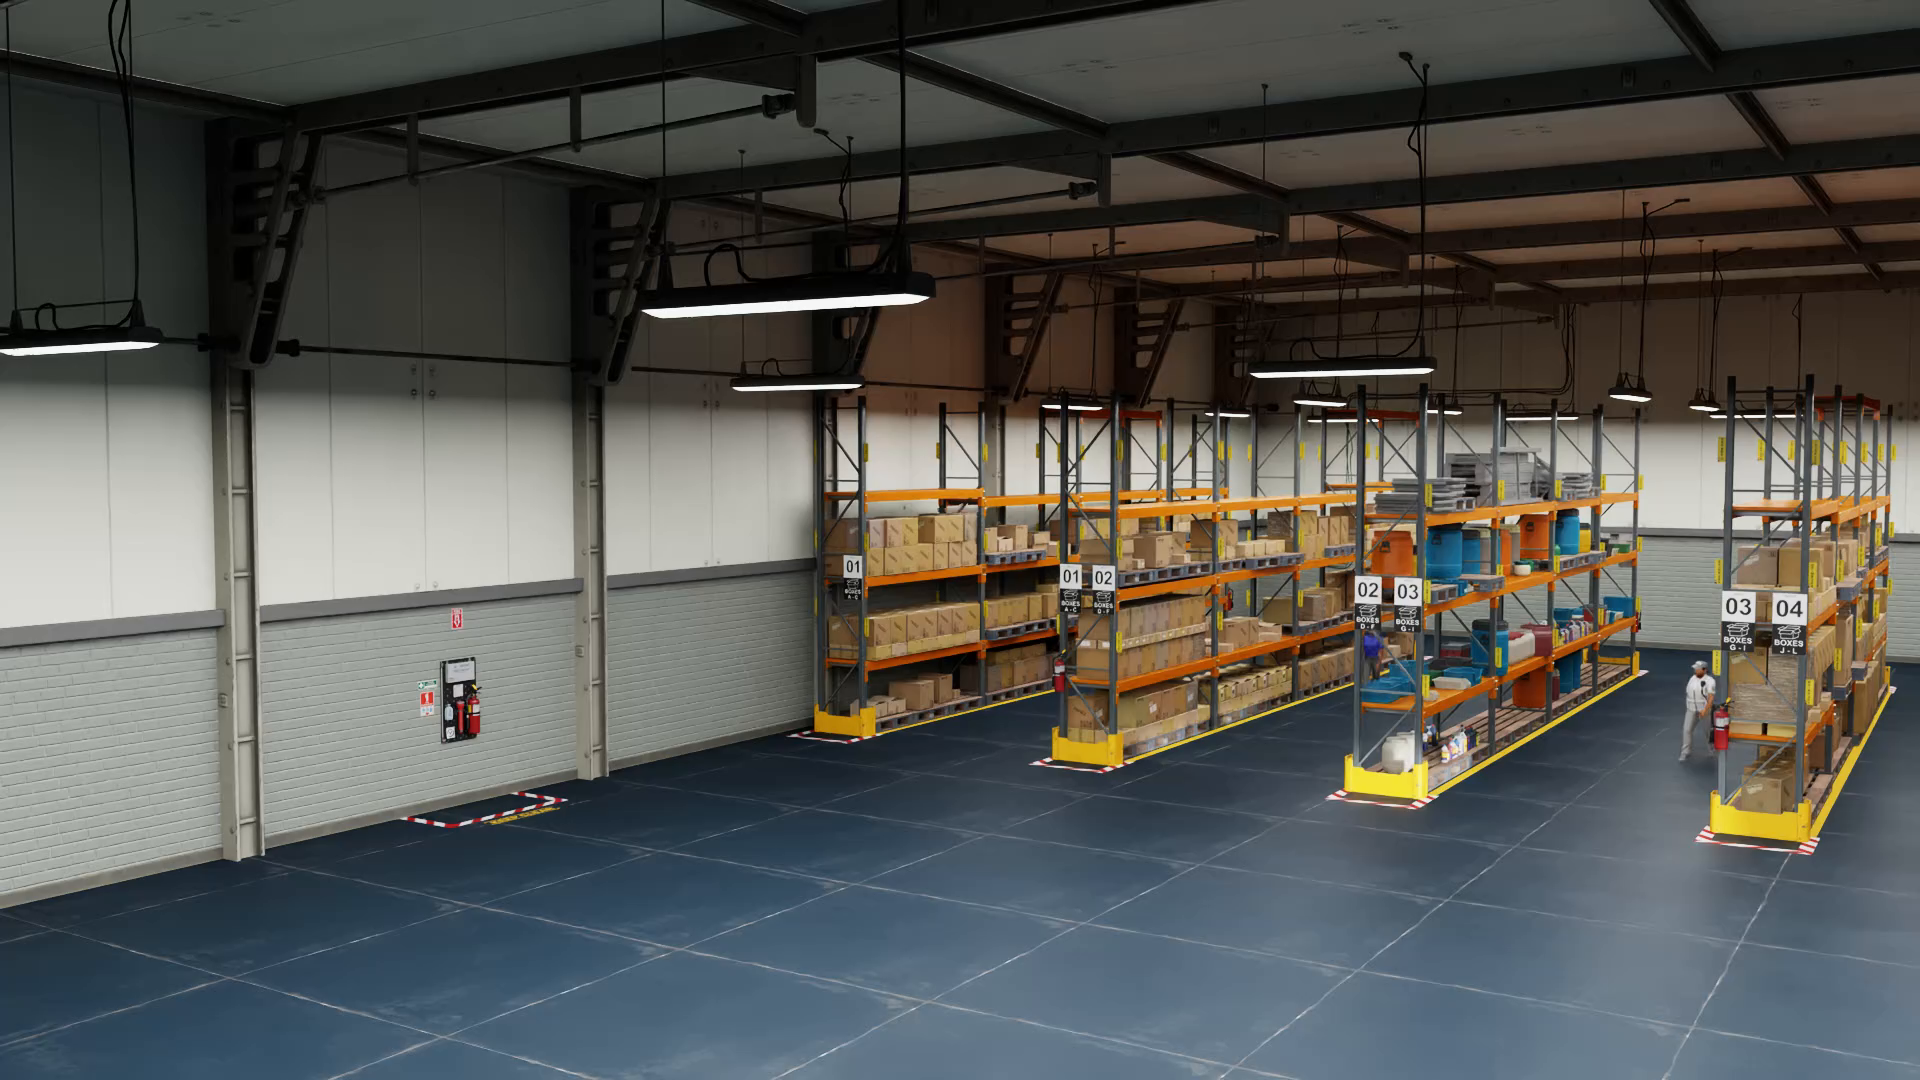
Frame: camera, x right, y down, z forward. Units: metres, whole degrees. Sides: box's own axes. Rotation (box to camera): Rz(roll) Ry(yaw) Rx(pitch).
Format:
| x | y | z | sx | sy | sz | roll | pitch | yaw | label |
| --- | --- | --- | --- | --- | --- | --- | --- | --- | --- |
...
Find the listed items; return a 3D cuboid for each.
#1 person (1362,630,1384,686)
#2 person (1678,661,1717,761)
| x | y | z | sx | sy | sz | roll | pitch | yaw | label |
| --- | --- | --- | --- | --- | --- | --- | --- | --- | --- |
| 8.246 | 2.445 | 33.227 | 0.420 | 1.585 | 1.050 | 1 | 3 | 17 | person |
| 12.013 | 2.764 | 26.988 | 0.462 | 1.603 | 0.994 | 3 | 4 | 45 | person |
